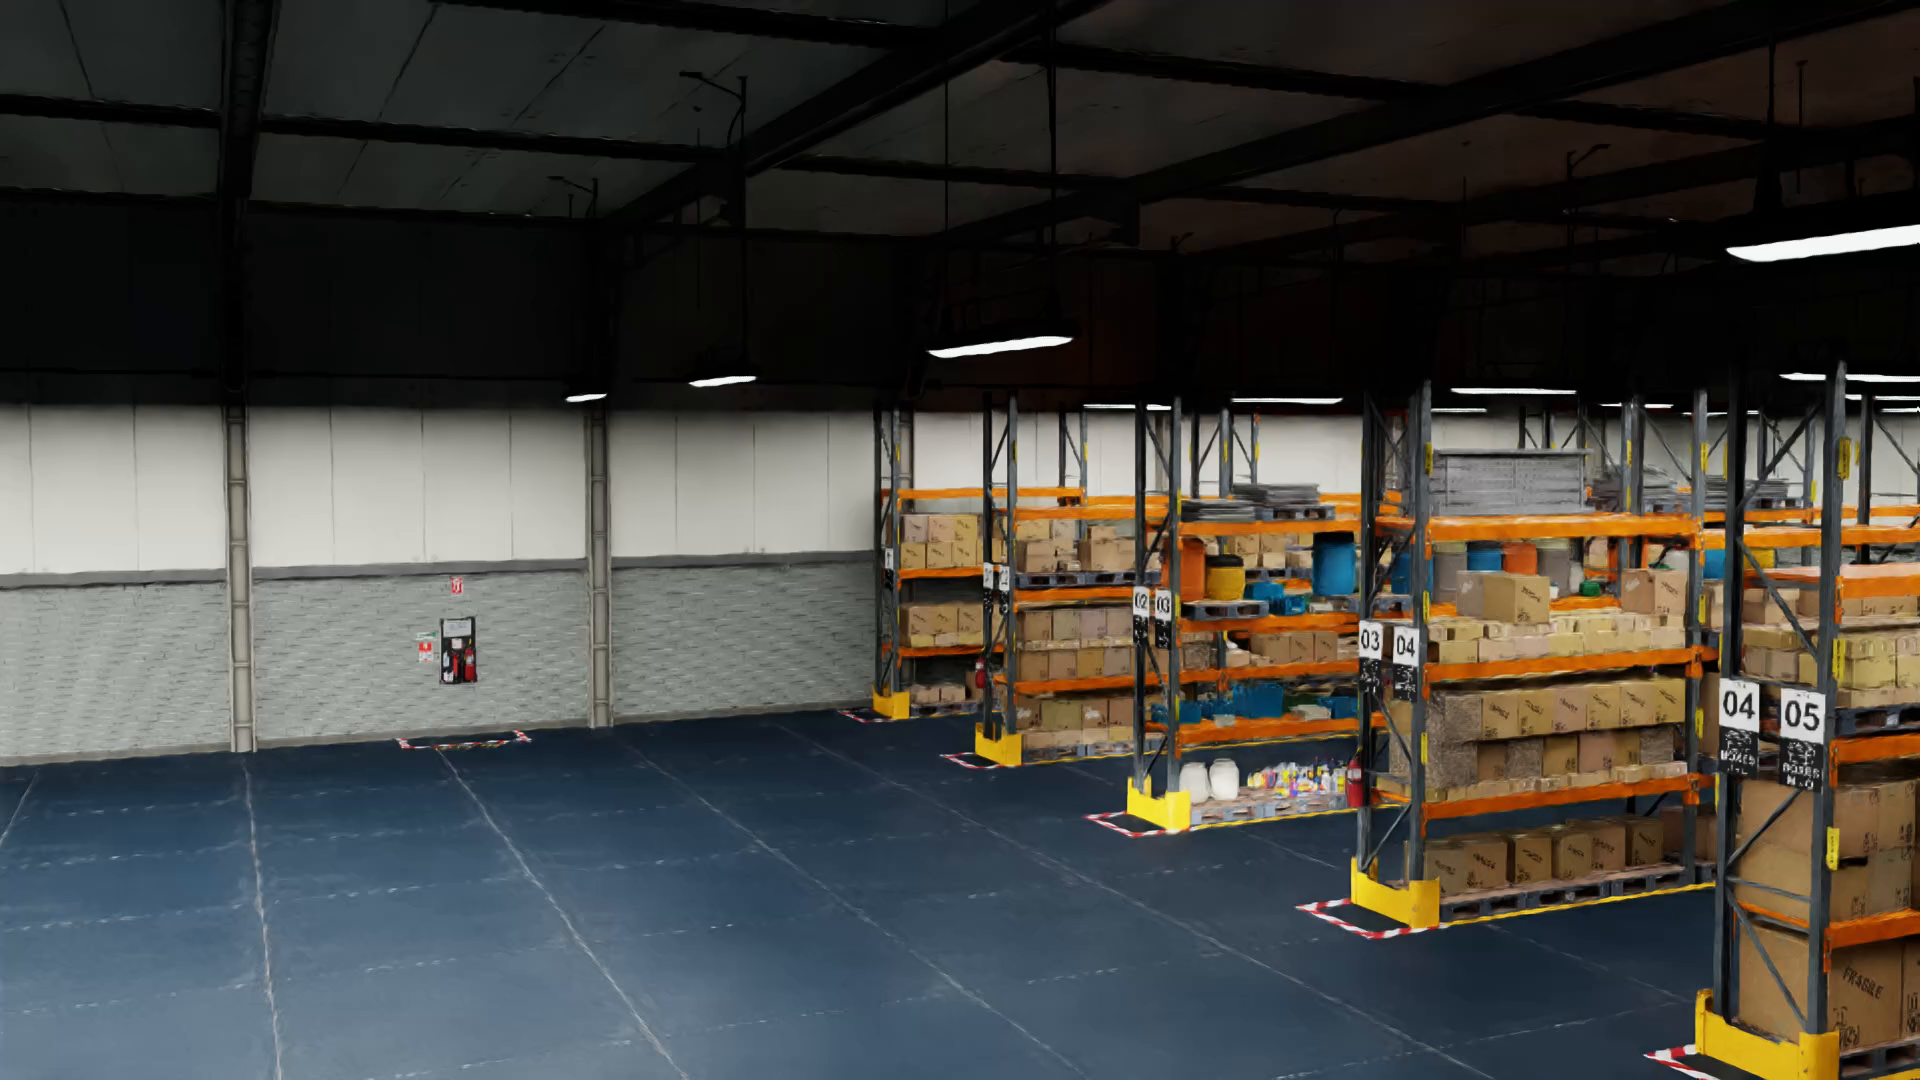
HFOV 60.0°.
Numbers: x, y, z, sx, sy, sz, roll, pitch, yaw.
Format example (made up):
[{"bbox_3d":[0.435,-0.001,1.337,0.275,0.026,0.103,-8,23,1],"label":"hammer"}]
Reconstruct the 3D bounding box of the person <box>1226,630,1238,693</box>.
[{"bbox_3d":[5.198,2.495,32.042,0.512,1.628,0.639,-2,4,-25],"label":"person"}]
